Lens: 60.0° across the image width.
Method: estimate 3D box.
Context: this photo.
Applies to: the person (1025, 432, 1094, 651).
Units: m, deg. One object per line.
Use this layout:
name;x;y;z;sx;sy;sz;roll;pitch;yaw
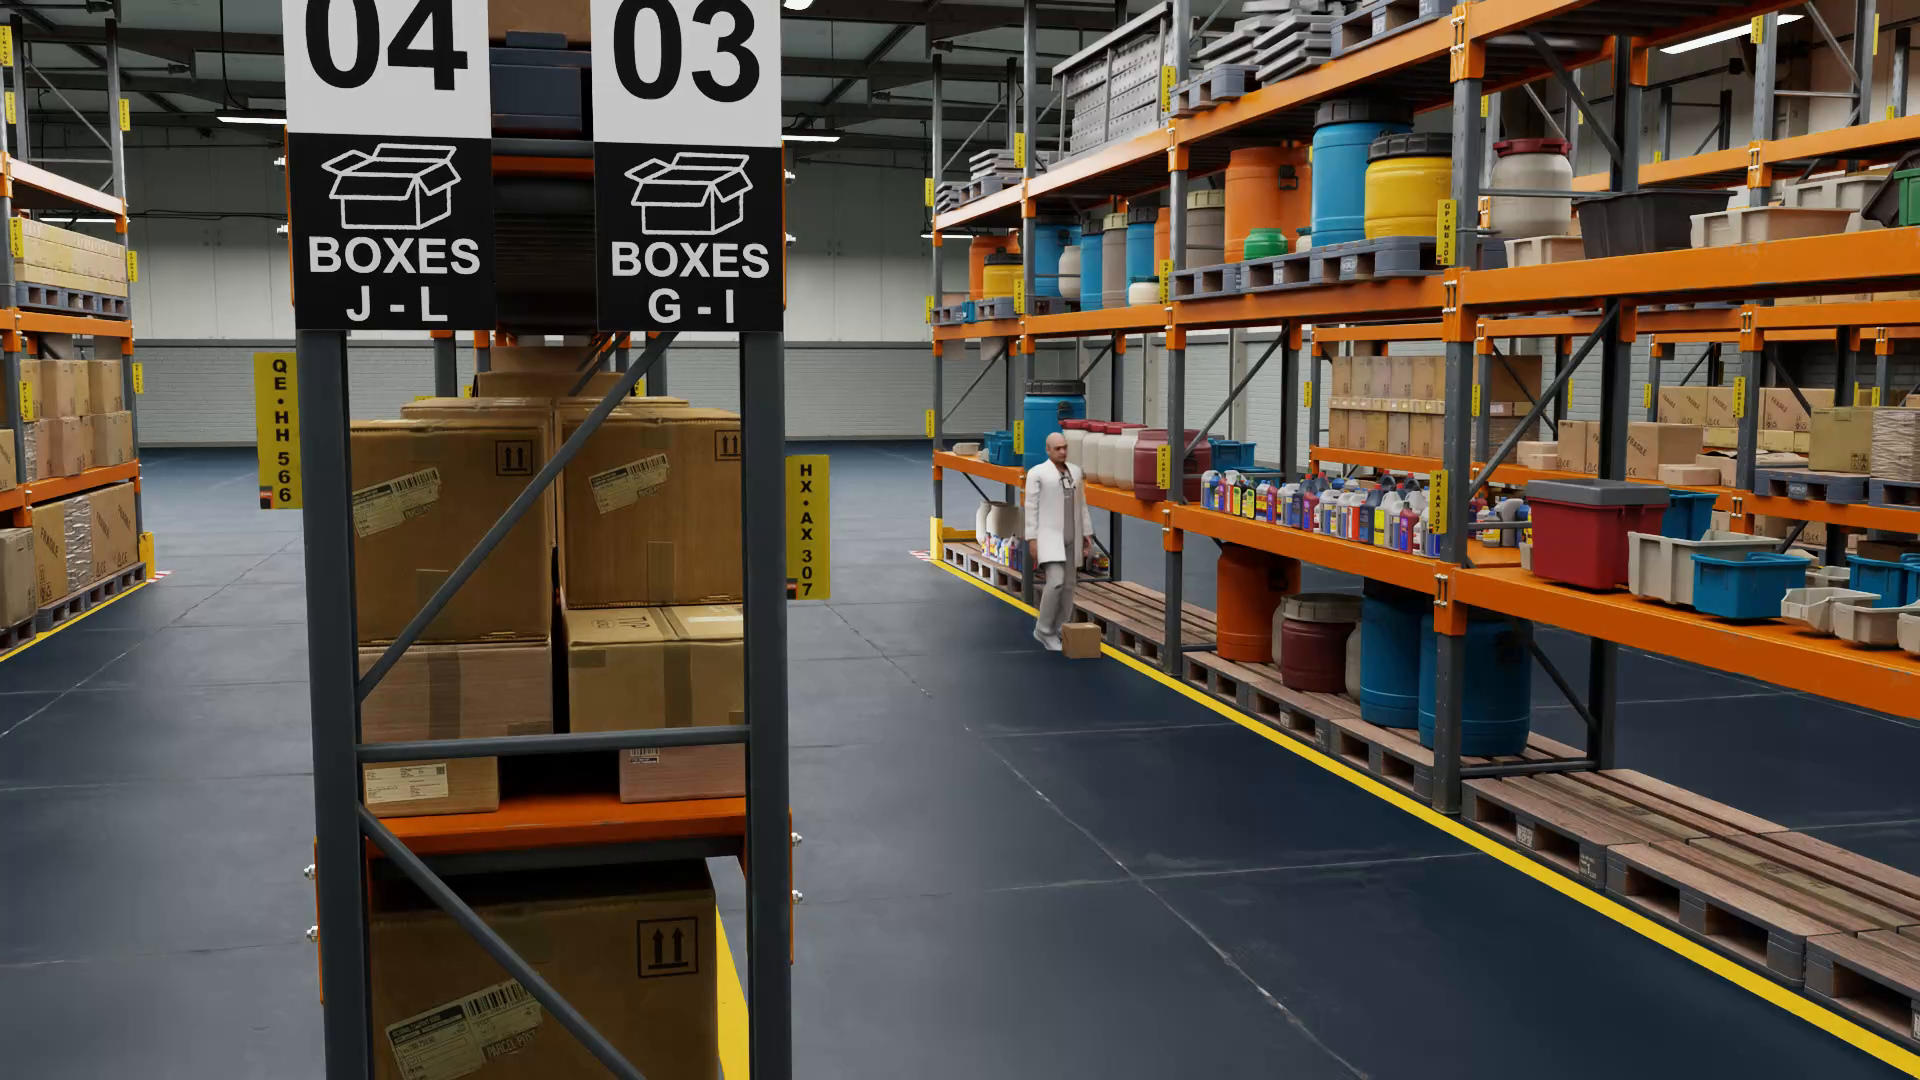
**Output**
person;0.869;0.030;13.796;0.626;1.842;0.429;-4;7;-33
